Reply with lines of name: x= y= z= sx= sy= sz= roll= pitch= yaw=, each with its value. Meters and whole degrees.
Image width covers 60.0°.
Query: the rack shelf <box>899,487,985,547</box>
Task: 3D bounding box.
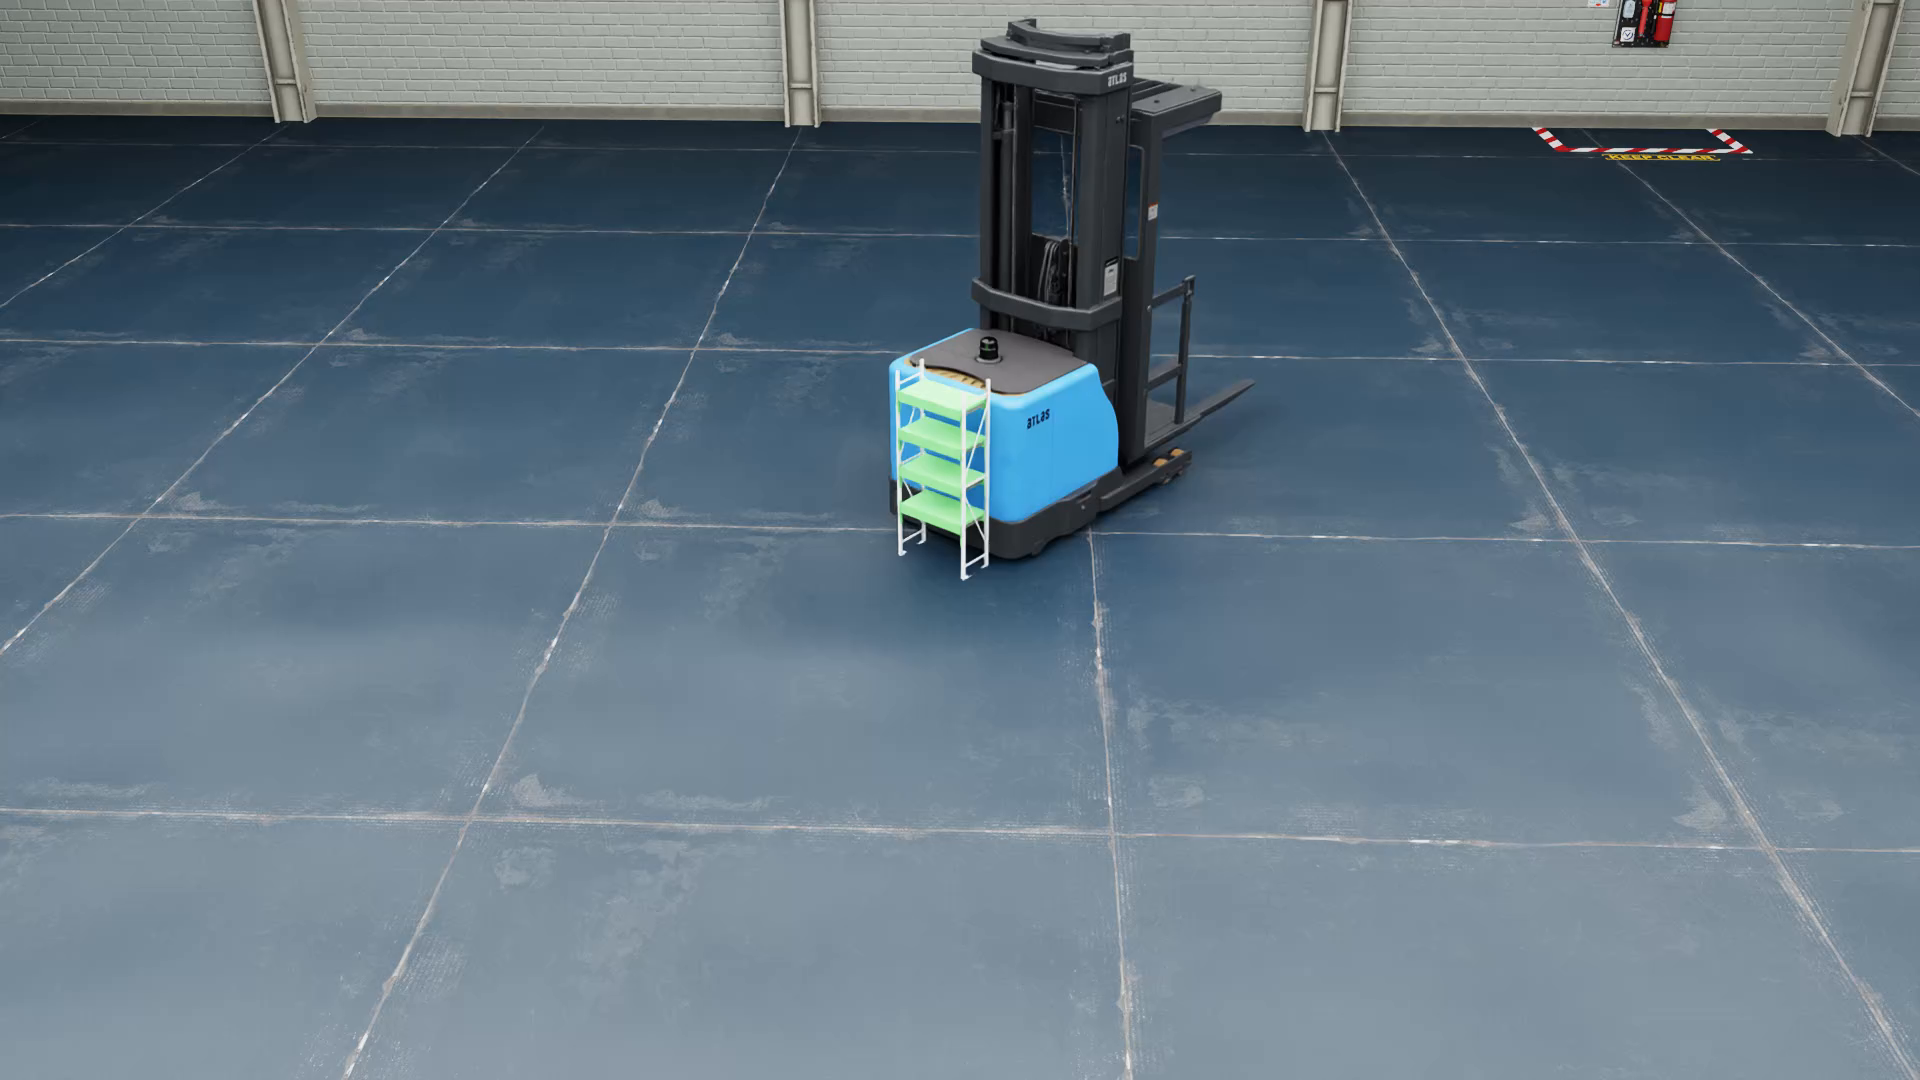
rack shelf: x=-0.100 y=-0.139 z=9.881 sx=0.480 sy=0.148 sz=0.258 roll=21 pitch=34 yaw=34

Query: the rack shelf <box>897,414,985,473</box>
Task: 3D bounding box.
rack shelf: x=-0.100 y=-0.564 z=9.656 sx=0.480 sy=0.148 sz=0.258 roll=21 pitch=34 yaw=34

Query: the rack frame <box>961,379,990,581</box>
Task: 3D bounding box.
rack frame: x=0.089 y=-0.336 z=9.603 sx=0.015 sy=1.200 sz=0.240 roll=21 pitch=34 yaw=34

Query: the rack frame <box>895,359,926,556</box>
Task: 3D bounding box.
rack frame: x=-0.290 y=-0.480 z=9.874 sx=0.015 sy=1.200 sz=0.240 roll=21 pitch=34 yaw=34

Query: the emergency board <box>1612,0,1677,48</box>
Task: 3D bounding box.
emergency board: x=7.697 y=-6.047 z=18.455 sx=0.643 sy=1.169 sz=0.194 roll=1 pitch=28 yaw=2

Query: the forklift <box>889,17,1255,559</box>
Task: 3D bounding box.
forklift: x=0.891 y=-1.799 z=10.514 sx=1.130 sy=2.935 sz=3.031 roll=22 pitch=35 yaw=35

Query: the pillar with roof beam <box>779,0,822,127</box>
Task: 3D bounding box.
pillar with roof beam: x=-1.980 y=-6.822 z=13.512 sx=0.400 sy=9.000 sz=9.100 roll=1 pitch=28 yaw=2

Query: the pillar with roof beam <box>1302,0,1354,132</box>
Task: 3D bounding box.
pillar with roof beam: x=4.017 y=-6.723 z=13.325 sx=0.400 sy=9.000 sz=9.100 roll=1 pitch=28 yaw=2

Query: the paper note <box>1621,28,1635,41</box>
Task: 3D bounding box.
paper note: x=7.522 y=-5.693 z=18.727 sx=0.142 sy=0.148 sz=0.016 roll=1 pitch=28 yaw=2

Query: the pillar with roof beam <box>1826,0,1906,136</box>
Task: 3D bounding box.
pillar with roof beam: x=10.013 y=-6.624 z=13.138 sx=0.400 sy=9.000 sz=9.100 roll=1 pitch=28 yaw=2

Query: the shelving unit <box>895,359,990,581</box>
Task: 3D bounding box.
shelving unit: x=-0.100 y=-0.408 z=9.738 sx=0.503 sy=1.200 sz=0.258 roll=21 pitch=34 yaw=34

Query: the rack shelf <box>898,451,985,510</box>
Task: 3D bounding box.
rack shelf: x=-0.100 y=-0.351 z=9.768 sx=0.480 sy=0.148 sz=0.258 roll=21 pitch=34 yaw=34

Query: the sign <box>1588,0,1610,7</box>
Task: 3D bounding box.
sign: x=7.148 y=-6.120 z=18.555 sx=0.234 sy=0.329 sz=0.001 roll=1 pitch=28 yaw=2

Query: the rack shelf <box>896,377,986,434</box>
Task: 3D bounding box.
rack shelf: x=-0.100 y=-0.776 z=9.544 sx=0.480 sy=0.148 sz=0.258 roll=21 pitch=34 yaw=34

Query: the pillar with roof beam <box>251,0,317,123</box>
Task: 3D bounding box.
pillar with roof beam: x=-7.976 y=-6.921 z=13.699 sx=0.400 sy=9.000 sz=9.100 roll=1 pitch=28 yaw=2
